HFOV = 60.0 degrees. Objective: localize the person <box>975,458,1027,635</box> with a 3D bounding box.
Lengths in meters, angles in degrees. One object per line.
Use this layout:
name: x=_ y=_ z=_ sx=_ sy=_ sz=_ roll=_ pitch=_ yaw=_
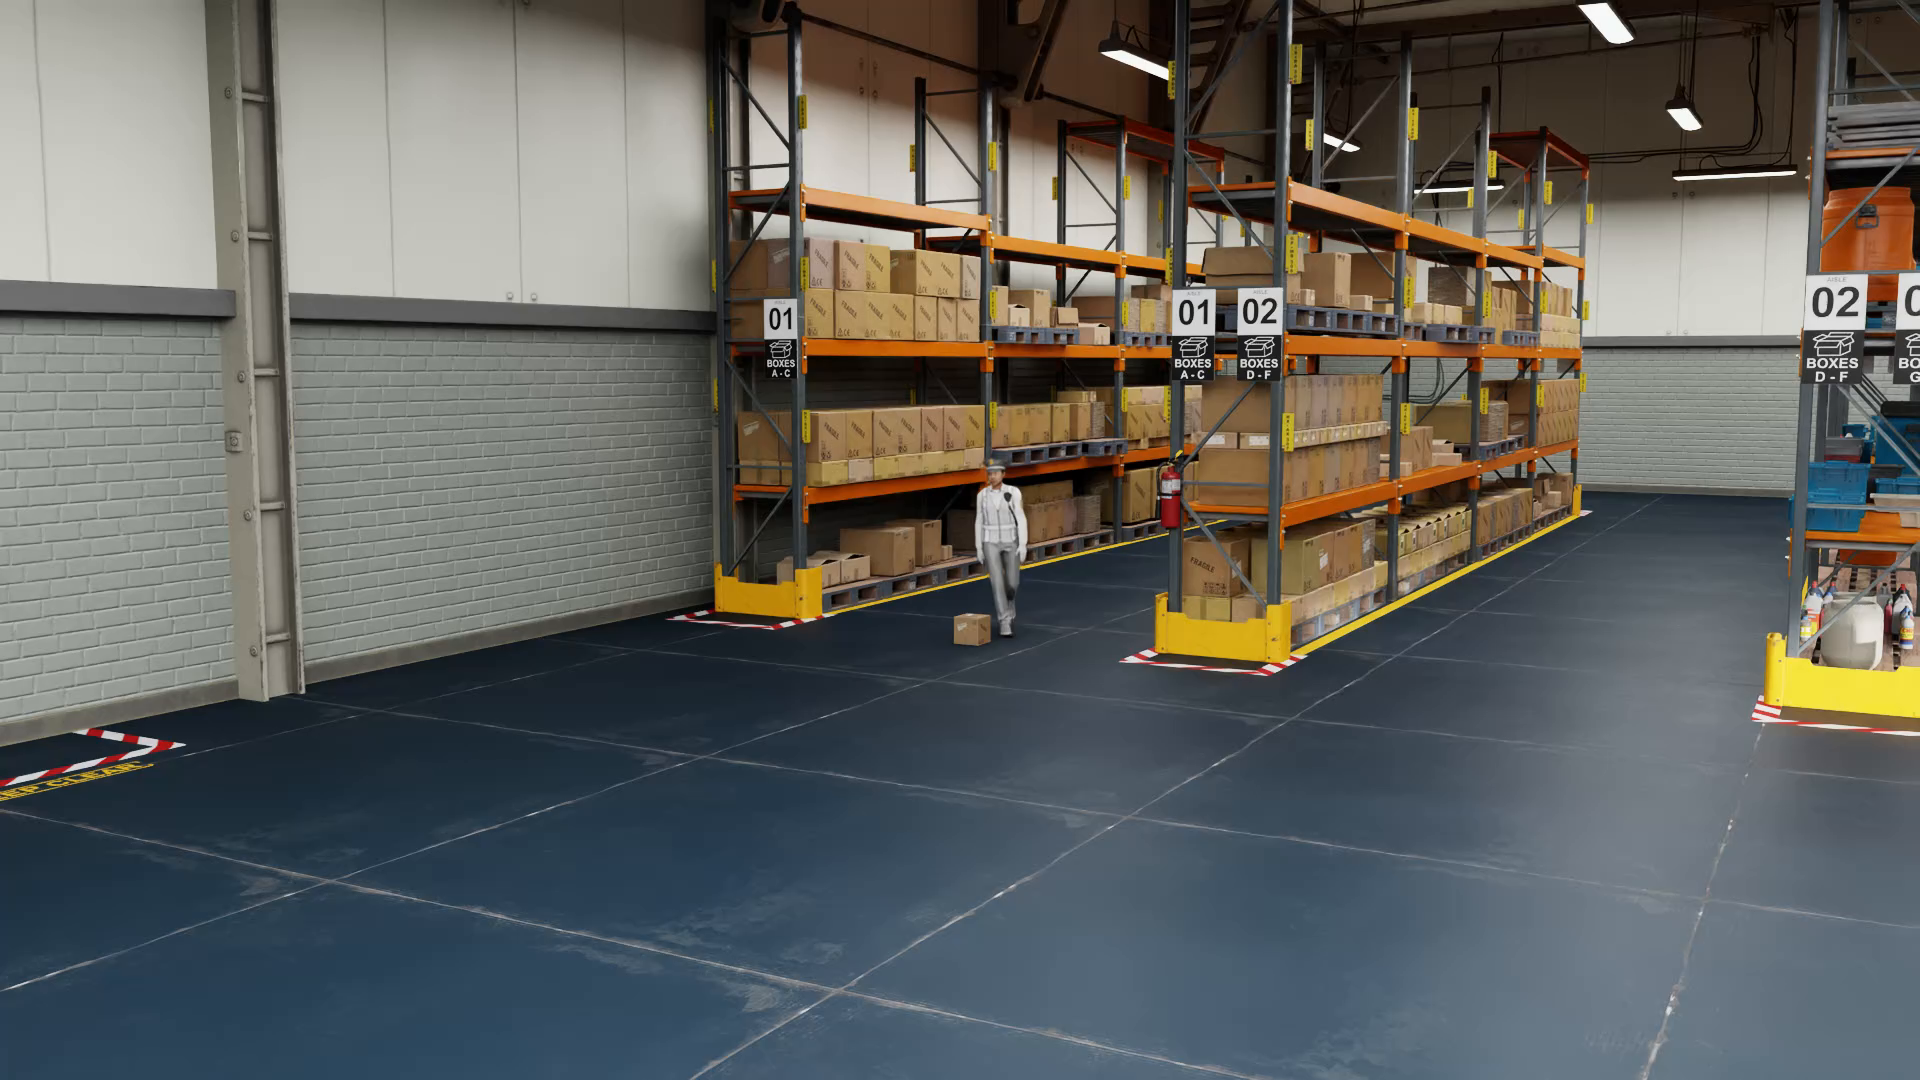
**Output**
person: x=0.389 y=0.041 z=15.868 sx=0.501 sy=1.657 sz=0.740 roll=0 pitch=6 yaw=1
